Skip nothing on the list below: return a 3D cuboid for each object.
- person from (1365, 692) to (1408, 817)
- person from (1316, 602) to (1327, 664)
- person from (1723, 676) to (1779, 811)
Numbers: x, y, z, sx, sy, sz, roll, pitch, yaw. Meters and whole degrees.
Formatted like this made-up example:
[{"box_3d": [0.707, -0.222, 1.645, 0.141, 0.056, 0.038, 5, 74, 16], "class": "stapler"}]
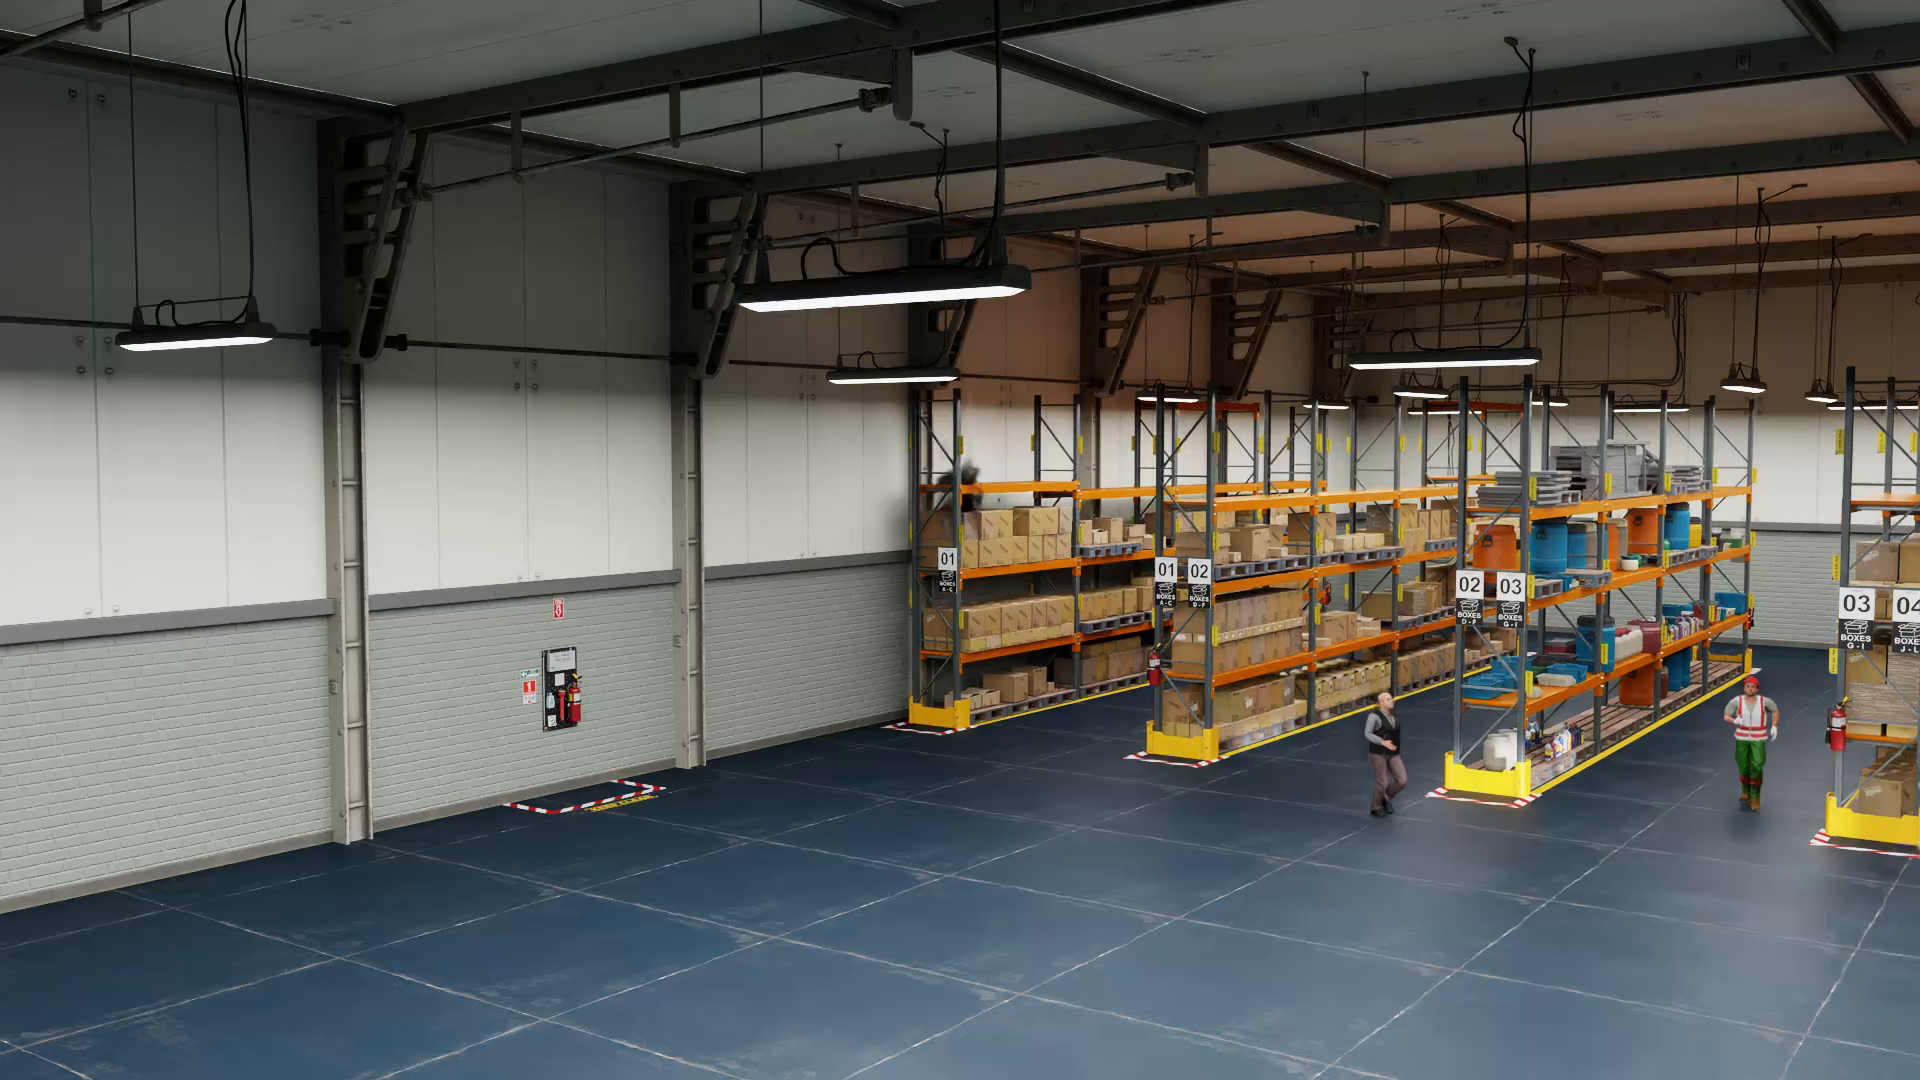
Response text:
[{"box_3d": [5.716, 2.884, 22.258, 0.655, 1.682, 0.602, -2, 4, -26], "class": "person"}, {"box_3d": [7.630, 2.160, 35.448, 0.629, 1.667, 0.539, 2, 4, 34], "class": "person"}, {"box_3d": [10.900, 2.801, 22.959, 0.664, 1.852, 0.775, 2, 4, 31], "class": "person"}]
